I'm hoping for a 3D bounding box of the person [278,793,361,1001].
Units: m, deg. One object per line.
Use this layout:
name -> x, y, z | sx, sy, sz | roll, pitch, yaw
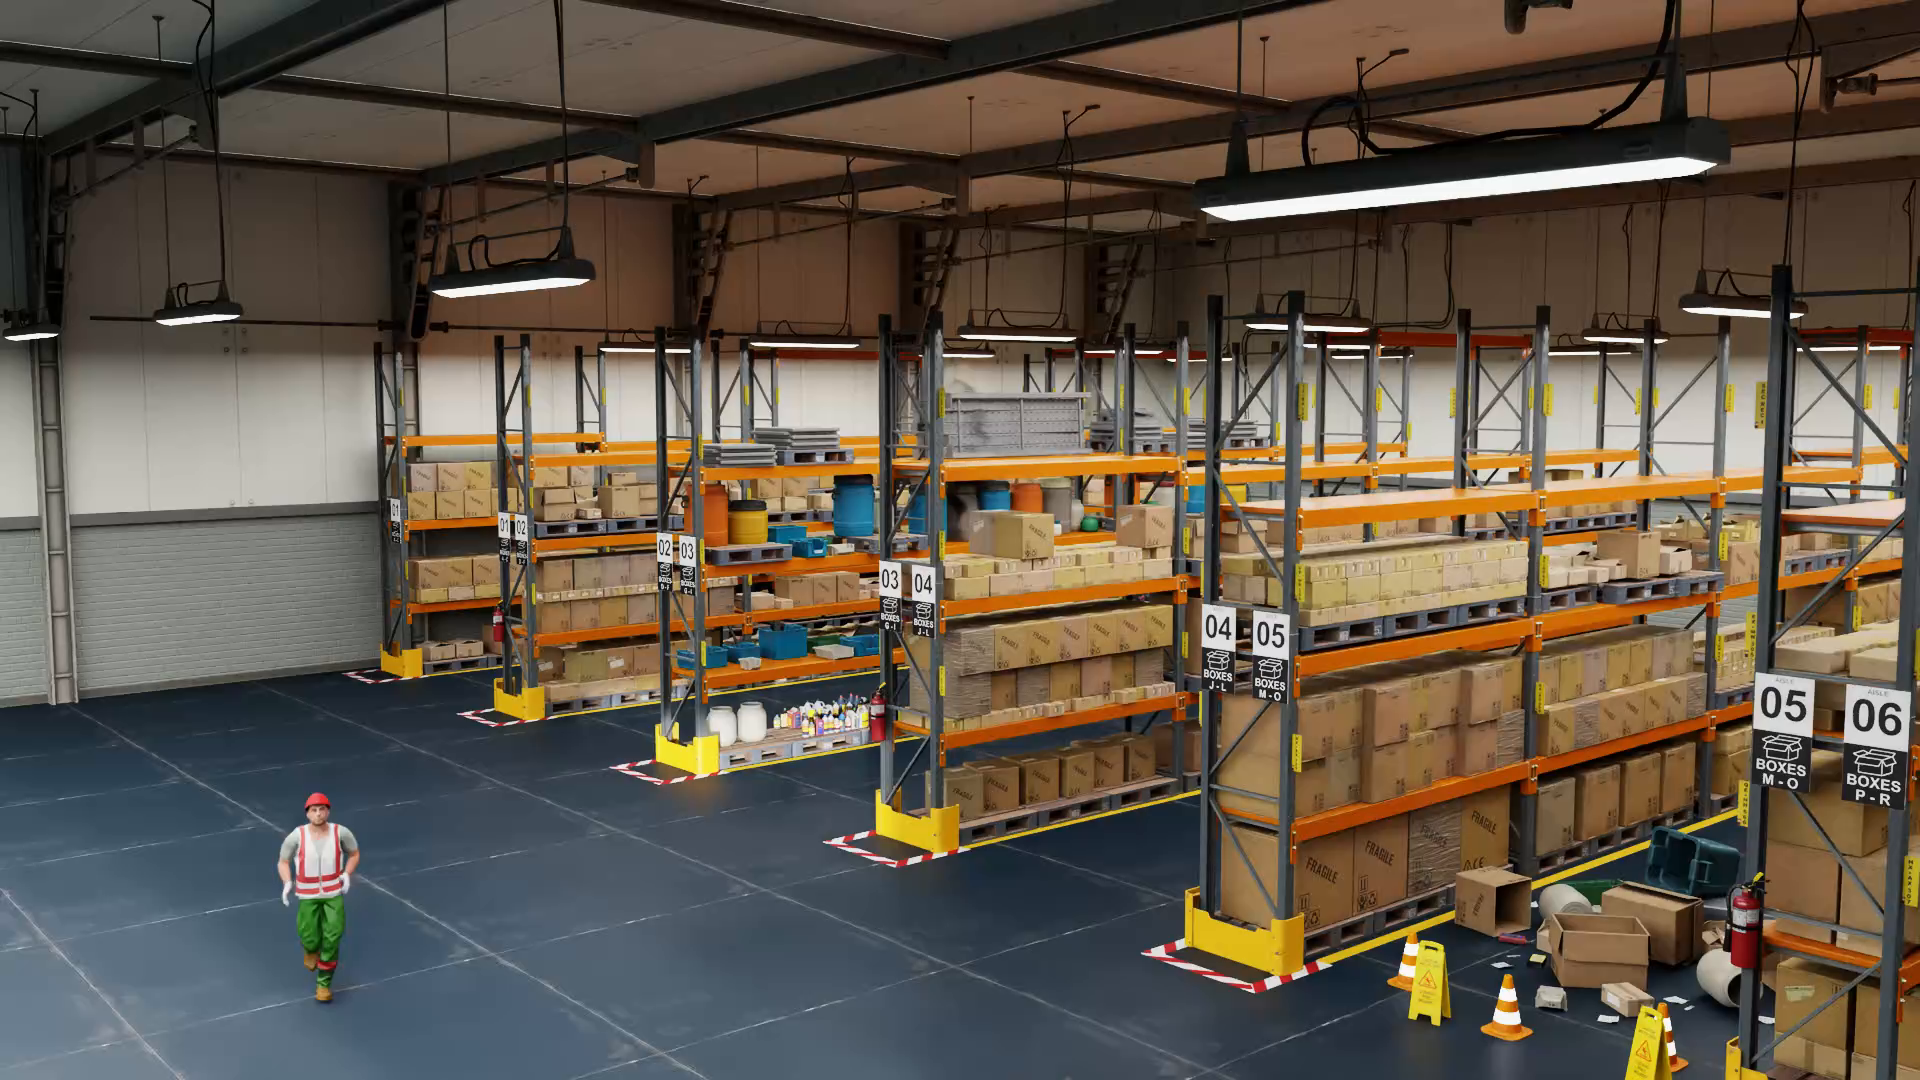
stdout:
person -> -5.455, 3.011, 14.201 | 0.658, 1.740, 0.606 | -2, 6, -24
